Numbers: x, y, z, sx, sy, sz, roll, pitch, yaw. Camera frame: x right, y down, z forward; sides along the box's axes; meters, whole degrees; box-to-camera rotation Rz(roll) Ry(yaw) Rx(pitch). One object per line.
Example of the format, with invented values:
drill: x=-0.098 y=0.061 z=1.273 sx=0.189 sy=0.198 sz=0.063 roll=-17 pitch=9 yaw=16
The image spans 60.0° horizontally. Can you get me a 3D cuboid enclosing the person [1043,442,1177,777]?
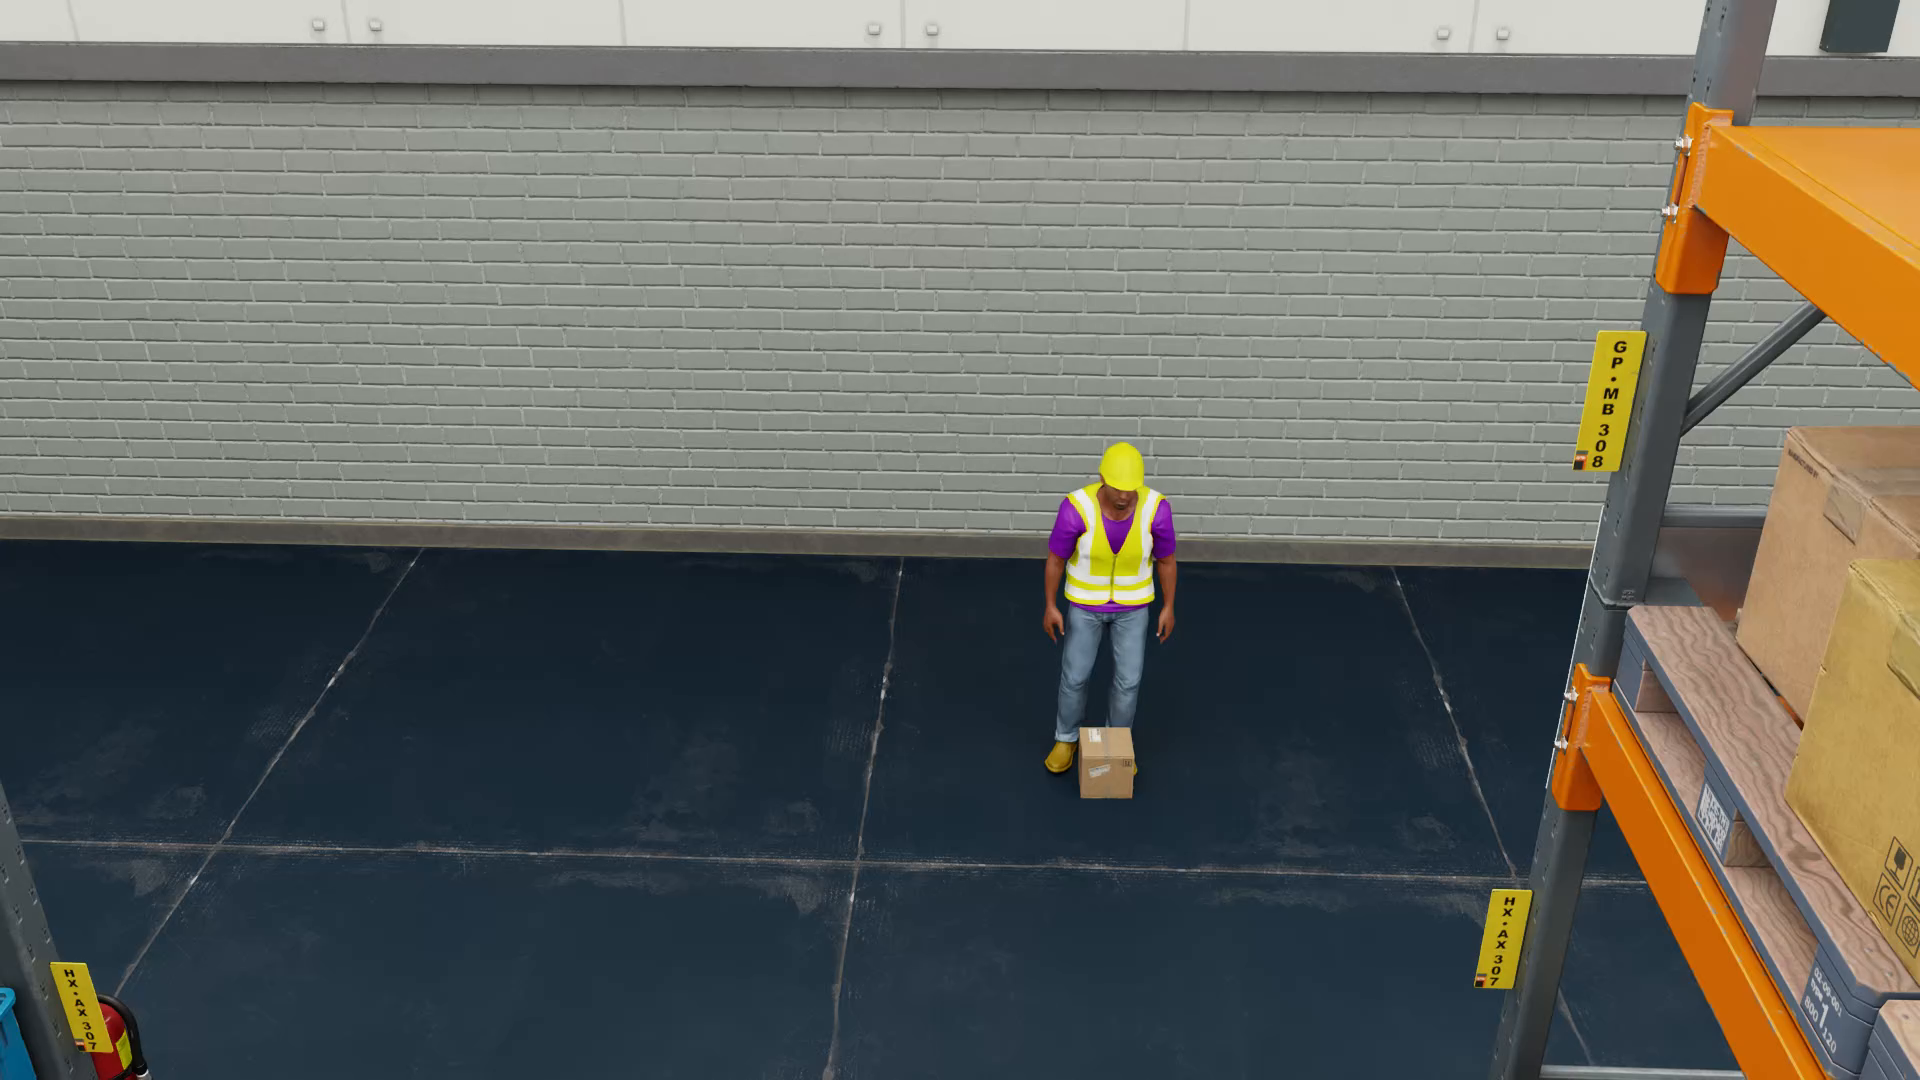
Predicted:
person: x=0.718 y=0.321 z=7.993 sx=0.638 sy=1.761 sz=0.458 roll=0 pitch=28 yaw=0
